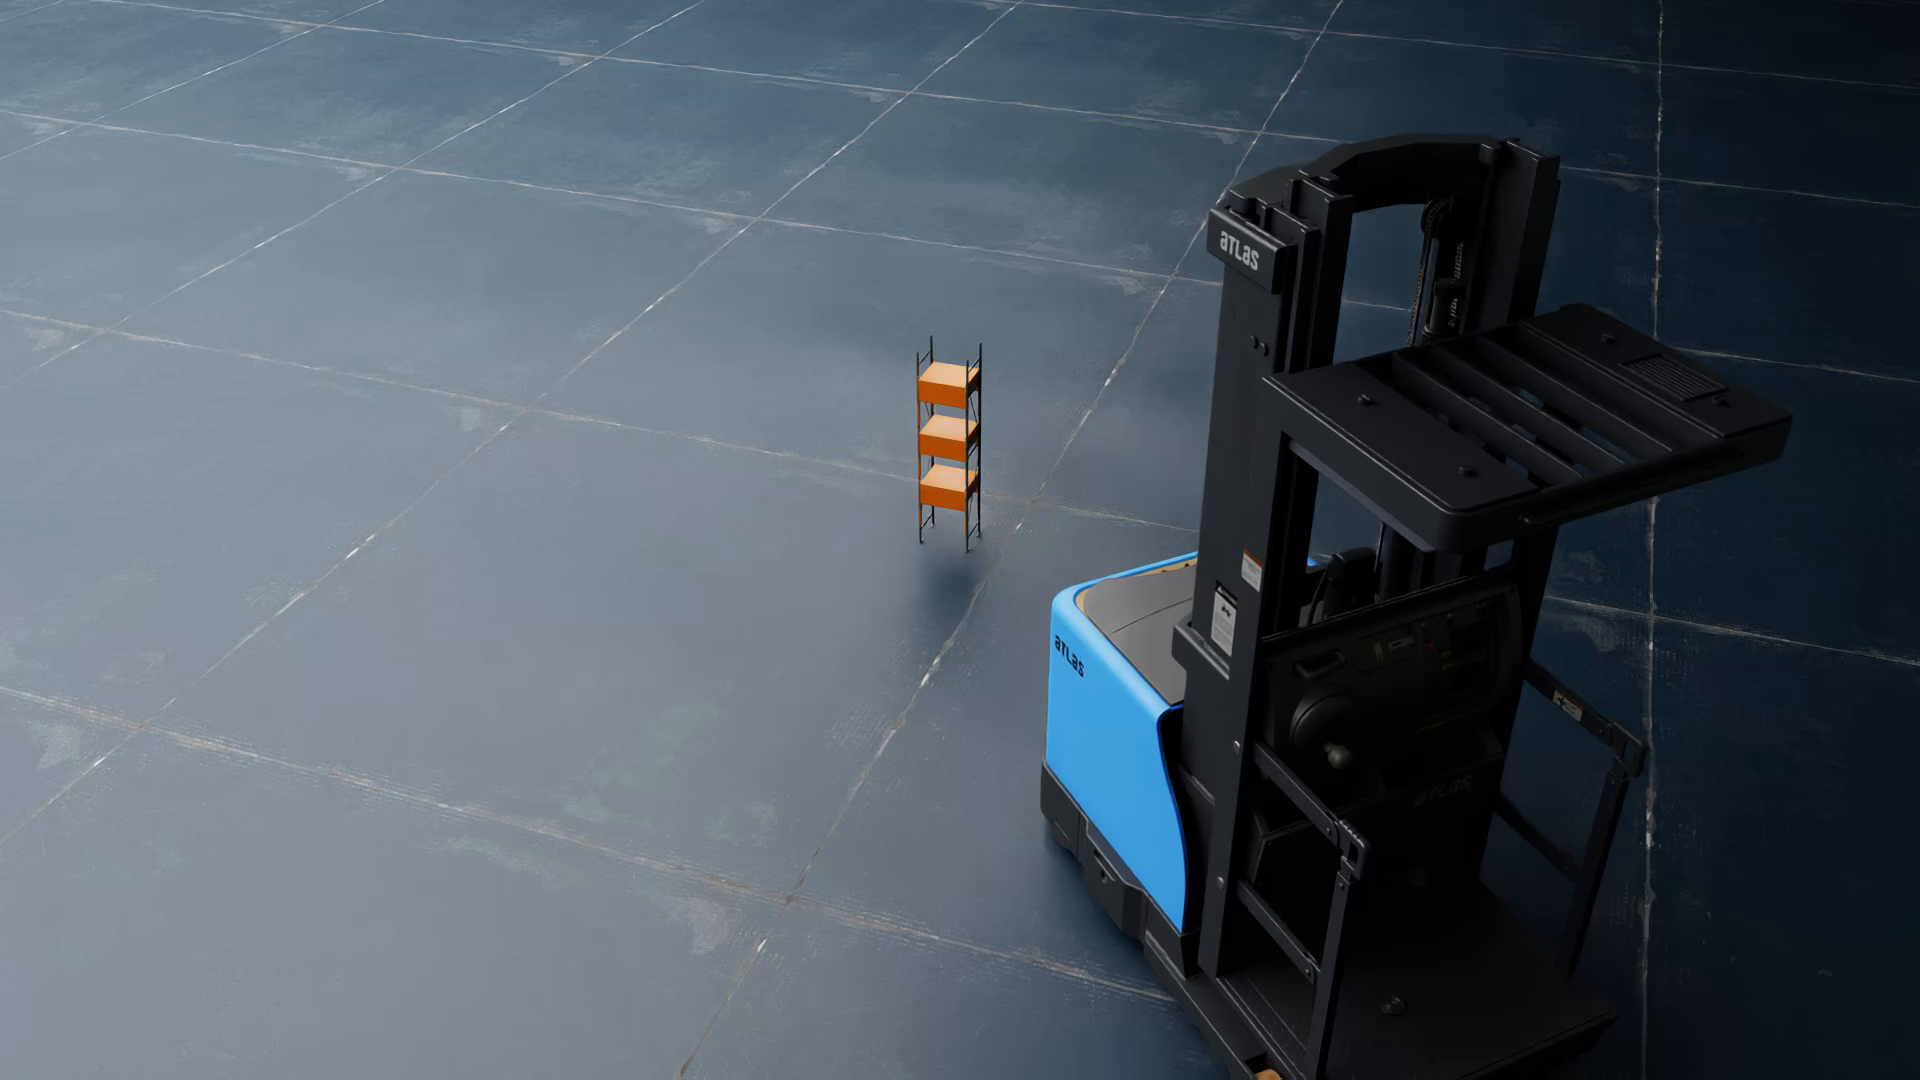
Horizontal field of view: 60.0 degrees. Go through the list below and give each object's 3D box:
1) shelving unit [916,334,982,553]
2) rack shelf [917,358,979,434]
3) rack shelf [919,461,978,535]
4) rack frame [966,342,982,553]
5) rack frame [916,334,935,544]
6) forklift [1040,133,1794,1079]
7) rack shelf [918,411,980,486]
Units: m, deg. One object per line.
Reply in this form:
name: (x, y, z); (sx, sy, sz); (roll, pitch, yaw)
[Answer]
shelving unit: (-0.050, -0.451, 7.980); (0.252, 1.050, 0.215); (11, 34, 16)
rack shelf: (-0.050, -0.680, 7.832); (0.240, 0.259, 0.215); (11, 34, 16)
rack shelf: (-0.050, -0.208, 8.137); (0.240, 0.259, 0.215); (11, 34, 16)
rack frame: (0.064, -0.429, 7.946); (0.008, 1.050, 0.200); (11, 34, 16)
rack frame: (-0.165, -0.473, 8.015); (0.008, 1.050, 0.200); (11, 34, 16)
forklift: (1.404, 0.461, 4.833); (1.130, 2.935, 3.031); (-15, 36, -21)
rack shelf: (-0.050, -0.442, 7.986); (0.240, 0.259, 0.215); (11, 34, 16)
